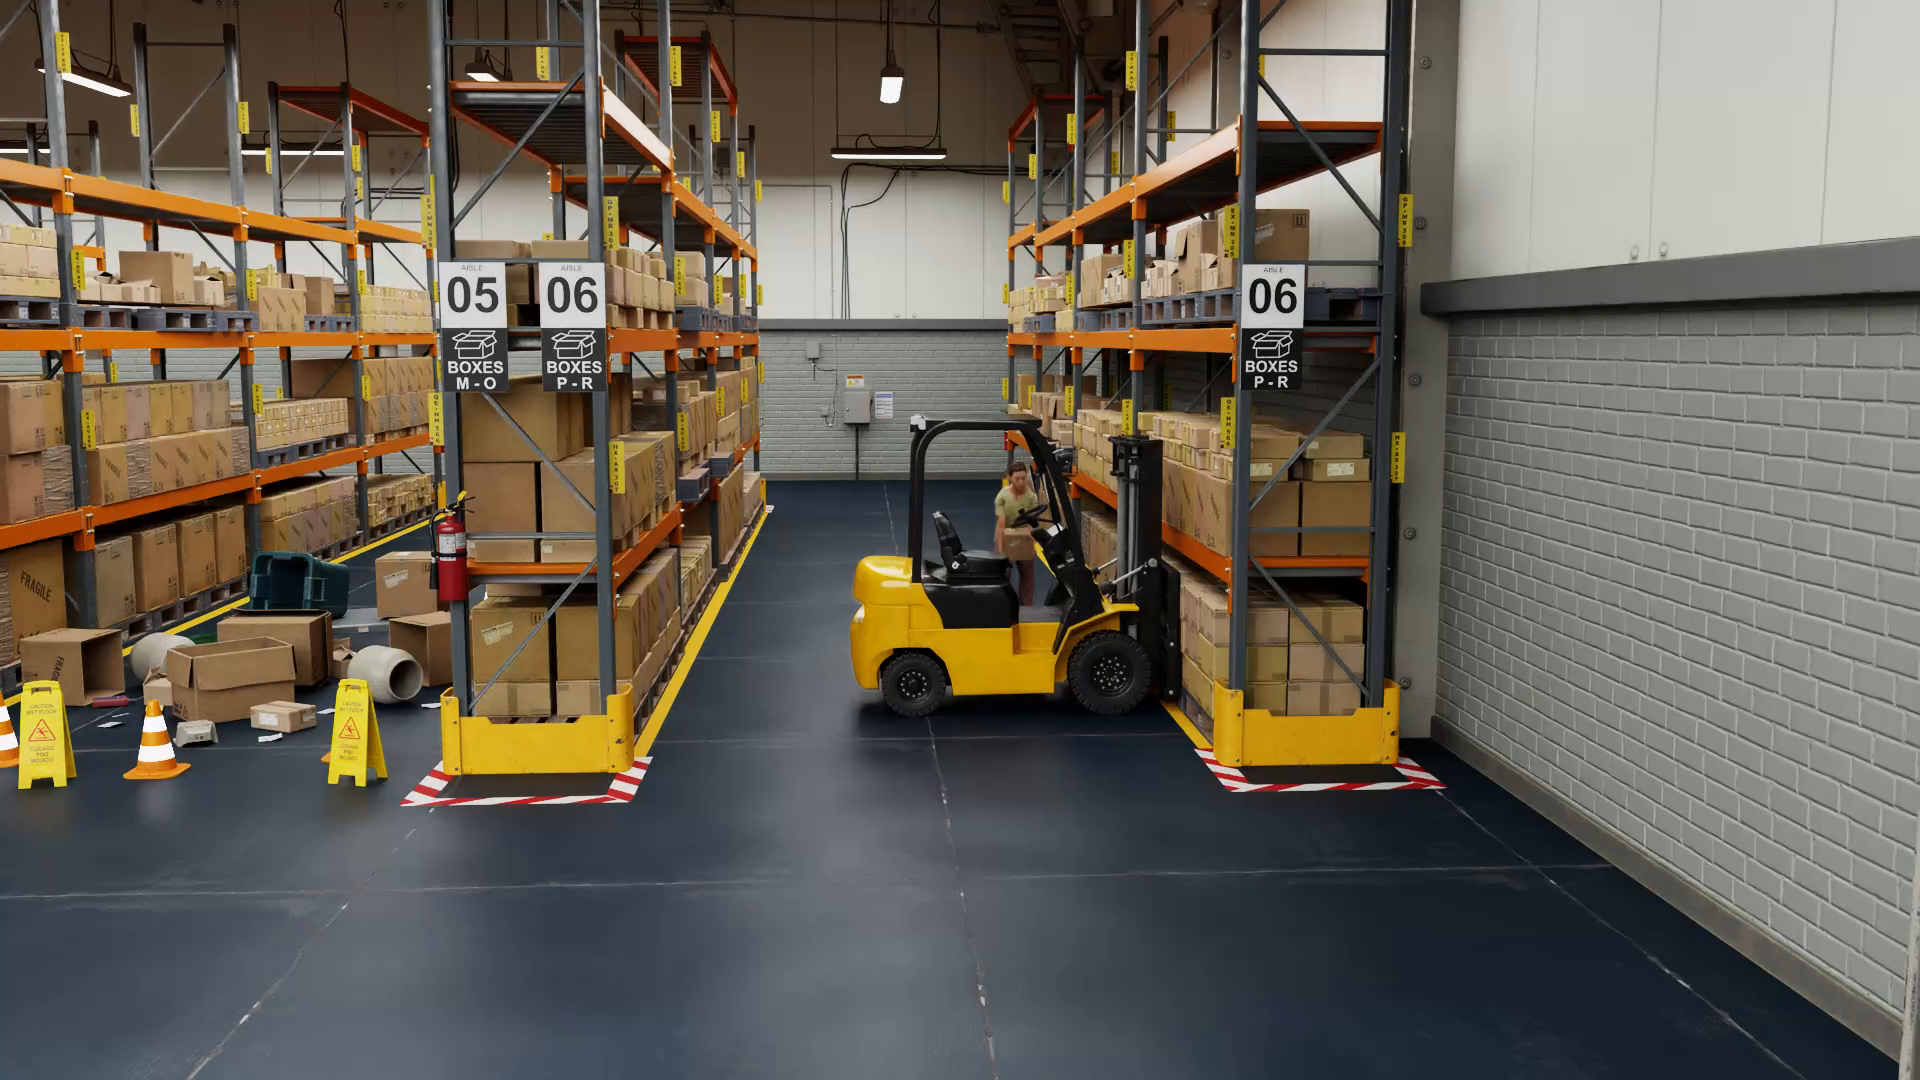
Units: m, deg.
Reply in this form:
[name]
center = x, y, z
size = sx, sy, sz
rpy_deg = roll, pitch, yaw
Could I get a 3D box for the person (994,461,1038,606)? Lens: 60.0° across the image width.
[person]
center = 0.519, 0.071, 15.416
size = 0.404, 1.623, 0.533
rpy_deg = -1, 7, -5
